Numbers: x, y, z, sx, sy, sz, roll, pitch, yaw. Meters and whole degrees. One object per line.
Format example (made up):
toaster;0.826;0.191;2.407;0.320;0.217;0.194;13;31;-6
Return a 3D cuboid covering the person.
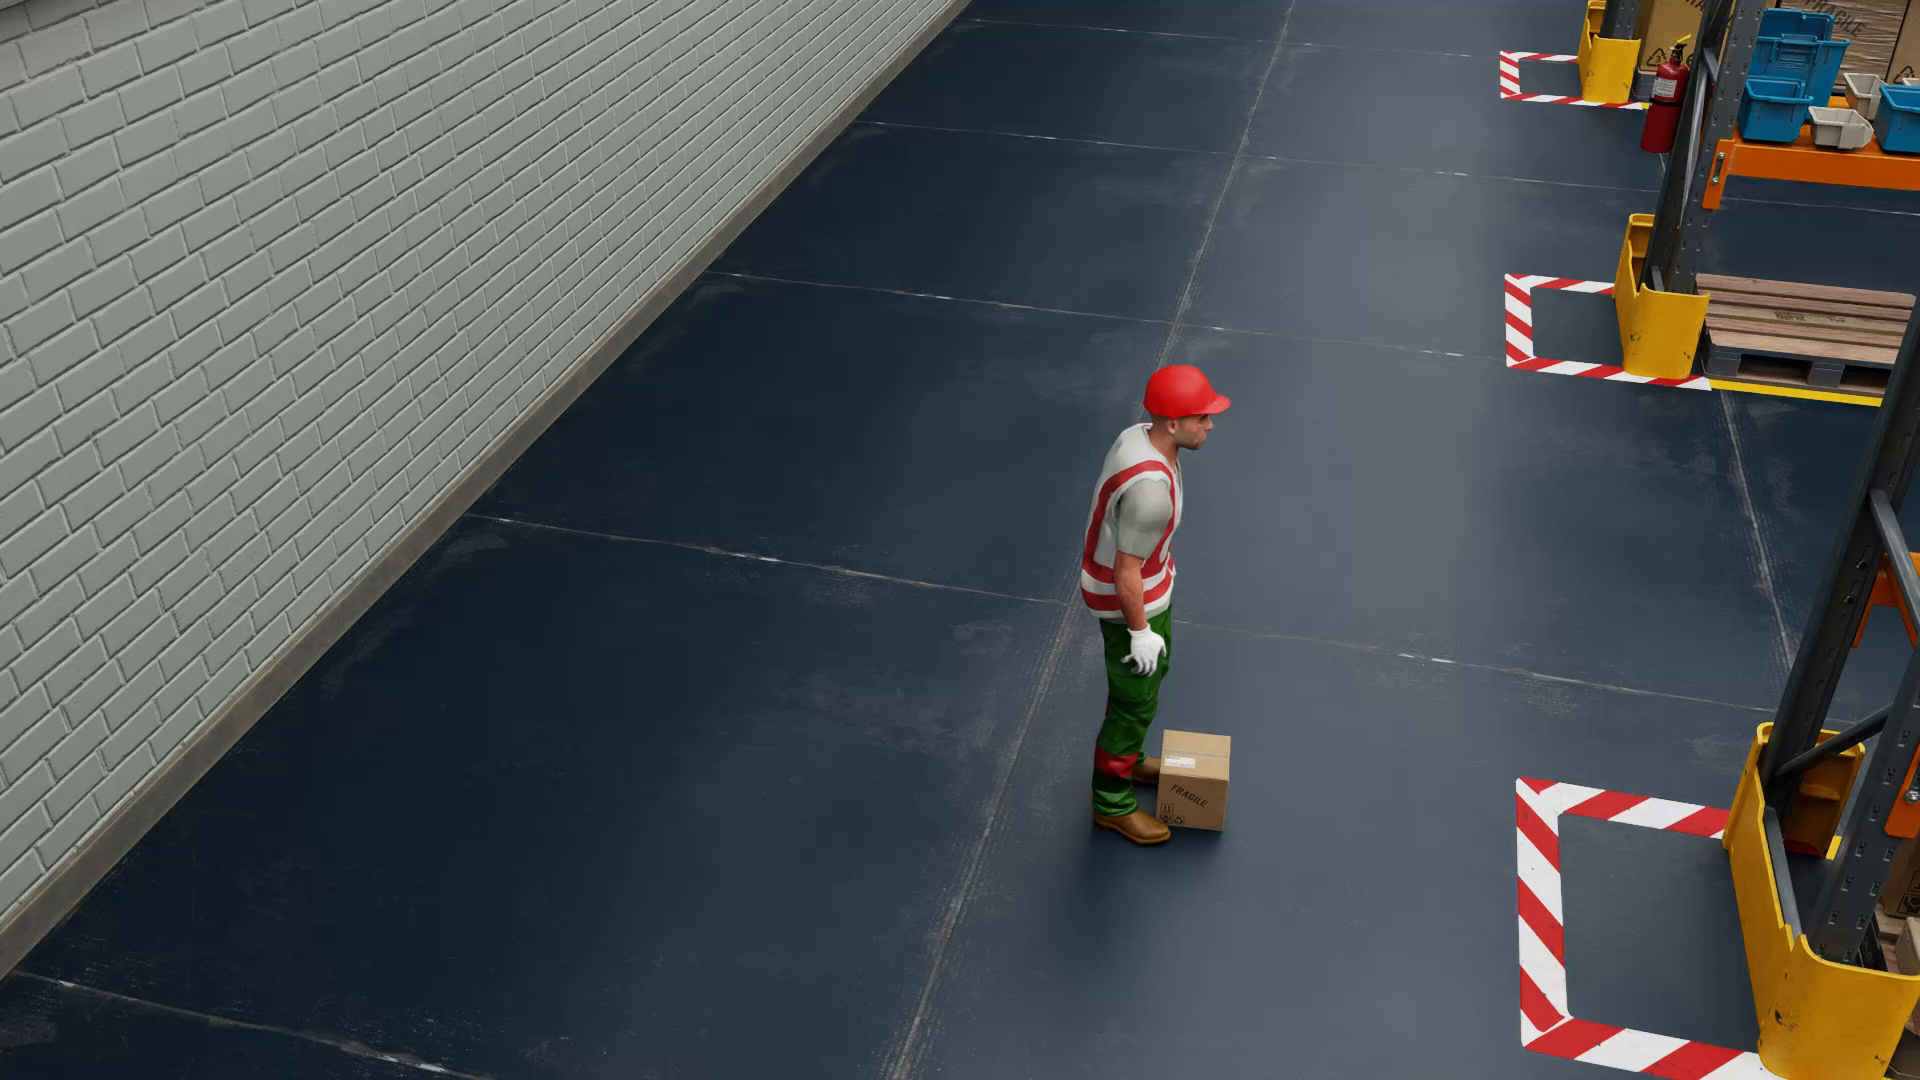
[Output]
person;0.649;0.203;5.806;0.452;1.779;0.618;6;33;9
